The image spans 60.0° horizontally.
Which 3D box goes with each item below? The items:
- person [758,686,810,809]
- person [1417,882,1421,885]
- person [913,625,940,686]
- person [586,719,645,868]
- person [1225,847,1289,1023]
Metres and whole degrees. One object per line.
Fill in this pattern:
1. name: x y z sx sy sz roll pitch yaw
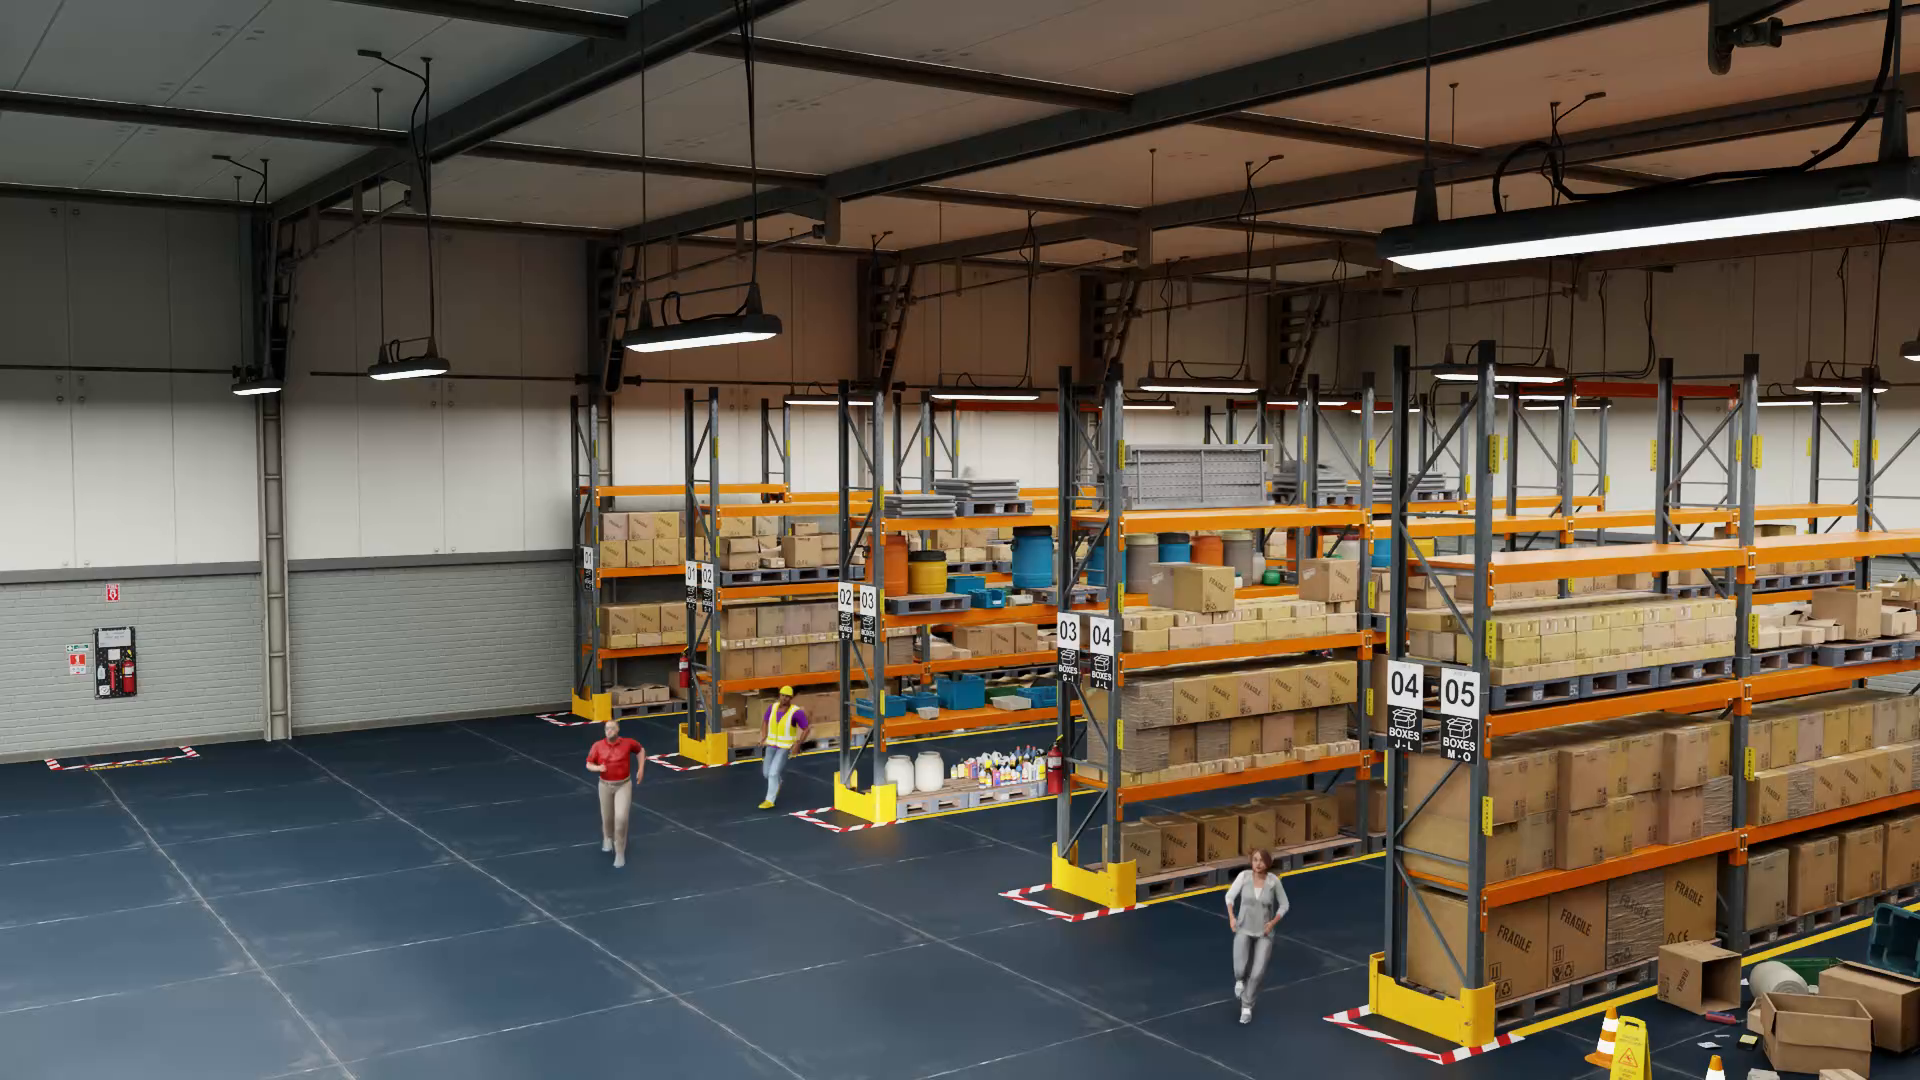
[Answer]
1. person: -2.479 2.874 23.397 0.745 1.654 0.650 1 4 20
2. person: 5.121 3.241 18.002 0.630 1.650 0.611 -3 5 -43
3. person: -0.606 2.389 31.276 0.889 1.805 0.610 -2 4 -33
4. person: -4.235 3.082 20.465 0.674 1.791 0.927 0 3 -3
5. person: 2.654 3.507 14.871 0.567 1.562 0.511 1 4 13
